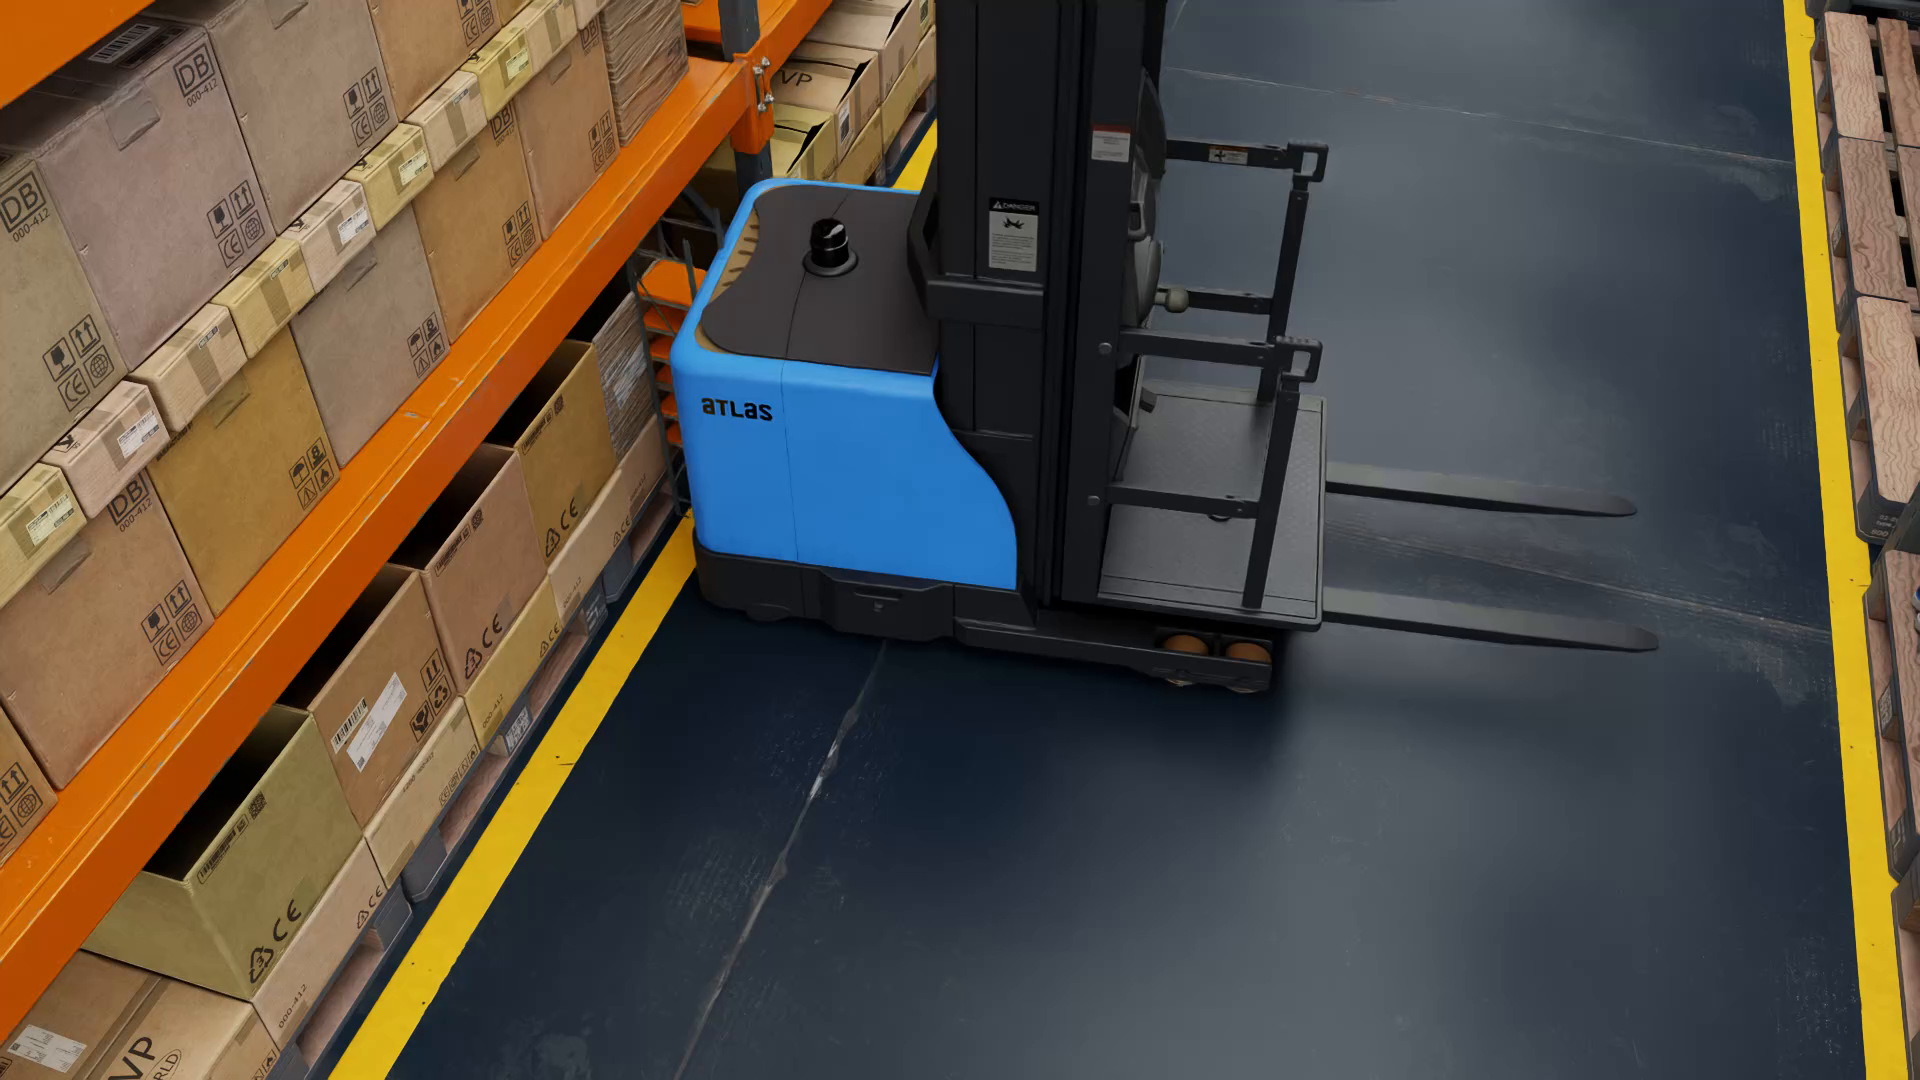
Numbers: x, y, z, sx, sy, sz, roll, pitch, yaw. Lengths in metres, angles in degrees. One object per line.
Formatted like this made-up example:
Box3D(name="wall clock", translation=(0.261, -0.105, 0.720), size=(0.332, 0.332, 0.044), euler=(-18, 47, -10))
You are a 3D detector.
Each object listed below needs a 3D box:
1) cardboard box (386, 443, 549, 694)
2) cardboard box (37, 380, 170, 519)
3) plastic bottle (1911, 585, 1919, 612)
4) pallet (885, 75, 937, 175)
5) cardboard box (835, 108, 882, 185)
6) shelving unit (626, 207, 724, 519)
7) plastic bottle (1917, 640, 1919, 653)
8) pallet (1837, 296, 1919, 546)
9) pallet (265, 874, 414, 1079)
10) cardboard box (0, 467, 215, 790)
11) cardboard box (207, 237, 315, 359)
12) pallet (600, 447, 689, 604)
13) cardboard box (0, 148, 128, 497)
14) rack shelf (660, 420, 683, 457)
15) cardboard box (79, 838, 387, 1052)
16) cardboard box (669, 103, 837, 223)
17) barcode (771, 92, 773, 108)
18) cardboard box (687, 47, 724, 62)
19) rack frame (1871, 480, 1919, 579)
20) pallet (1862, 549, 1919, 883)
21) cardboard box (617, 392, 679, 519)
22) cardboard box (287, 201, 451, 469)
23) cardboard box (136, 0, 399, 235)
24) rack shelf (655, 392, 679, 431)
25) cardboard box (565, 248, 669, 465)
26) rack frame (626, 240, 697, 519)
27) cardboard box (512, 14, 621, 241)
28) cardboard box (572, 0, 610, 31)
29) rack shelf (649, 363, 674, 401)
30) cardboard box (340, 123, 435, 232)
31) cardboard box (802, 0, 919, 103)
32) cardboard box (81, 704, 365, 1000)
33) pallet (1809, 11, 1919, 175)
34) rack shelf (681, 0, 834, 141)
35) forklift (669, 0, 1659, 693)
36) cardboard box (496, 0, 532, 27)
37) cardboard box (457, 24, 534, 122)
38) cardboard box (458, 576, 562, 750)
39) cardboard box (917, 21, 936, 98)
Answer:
Box3D(name="cardboard box", translation=(-1.543, 0.039, 4.695), size=(0.500, 0.500, 0.500), euler=(13, 46, 13))
Box3D(name="cardboard box", translation=(-1.818, -0.210, 3.285), size=(0.380, 0.149, 0.250), euler=(12, 46, 12))
Box3D(name="plastic bottle", translation=(3.042, 0.106, 5.133), size=(0.097, 0.271, 0.097), euler=(0, 44, 0))
Box3D(name="pallet", translation=(-0.610, -2.201, 7.849), size=(1.003, 0.211, 1.213), euler=(13, 46, 13))
Box3D(name="cardboard box", translation=(-0.649, -1.607, 6.913), size=(0.500, 0.250, 0.500), euler=(14, 46, 14))
Box3D(name="shelving unit", translation=(-0.865, -0.547, 5.443), size=(0.258, 1.200, 0.189), euler=(16, 47, 17))
Box3D(name="plastic bottle", translation=(2.981, 0.267, 5.019), size=(0.097, 0.201, 0.097), euler=(0, 44, 0))
Box3D(name="pallet", translation=(3.757, -0.366, 5.973), size=(1.003, 0.211, 1.213), euler=(13, 46, 13))
Box3D(name="pallet", translation=(-2.183, 1.262, 4.310), size=(1.003, 0.211, 1.213), euler=(13, 46, 13))
Box3D(name="cardboard box", translation=(-2.067, 0.088, 3.444), size=(0.700, 0.500, 0.500), euler=(14, 46, 14))
Box3D(name="cardboard box", translation=(-1.662, -0.559, 3.641), size=(0.380, 0.149, 0.250), euler=(12, 46, 12))
Box3D(name="pallet", translation=(-1.444, -0.365, 5.972), size=(1.003, 0.211, 1.213), euler=(13, 46, 13))
Box3D(name="cardboard box", translation=(-2.051, -0.411, 3.027), size=(0.700, 0.500, 0.500), euler=(11, 46, 11))
Box3D(name="rack shelf", translation=(-0.857, -0.343, 5.641), size=(0.258, 0.103, 0.180), euler=(16, 47, 17))
Box3D(name="cardboard box", translation=(-1.852, 0.972, 4.278), size=(0.500, 0.250, 0.500), euler=(13, 46, 13))
Box3D(name="cardboard box", translation=(-0.801, -1.473, 6.375), size=(0.500, 0.311, 0.500), euler=(13, 46, 13))
Box3D(name="barcode", translation=(-0.689, -1.572, 5.998), size=(0.001, 0.075, 0.075), euler=(13, 46, 13))
Box3D(name="cardboard box", translation=(-1.162, -1.929, 6.842), size=(0.500, 0.311, 0.500), euler=(14, 46, 14))
Box3D(name="rack frame", translation=(3.556, -0.831, 4.455), size=(1.000, 3.000, 0.127), euler=(13, 46, 13))
Box3D(name="pallet", translation=(3.313, 0.604, 4.981), size=(1.003, 0.211, 1.213), euler=(13, 46, 13))
Box3D(name="cardboard box", translation=(-1.256, -0.363, 5.642), size=(0.500, 0.250, 0.500), euler=(13, 46, 13))
Box3D(name="cardboard box", translation=(-1.755, -0.593, 4.140), size=(0.700, 0.500, 0.500), euler=(14, 46, 14))
Box3D(name="cardboard box", translation=(-1.747, -1.081, 3.711), size=(0.700, 0.500, 0.500), euler=(13, 46, 13))
Box3D(name="rack shelf", translation=(-0.860, -0.429, 5.558), size=(0.258, 0.103, 0.180), euler=(16, 47, 17))
Box3D(name="cardboard box", translation=(-1.258, -0.632, 5.381), size=(0.500, 0.500, 0.500), euler=(13, 46, 13))
Box3D(name="rack frame", translation=(-0.900, -0.487, 5.383), size=(0.240, 1.200, 0.006), euler=(16, 47, 17))
Box3D(name="cardboard box", translation=(-1.445, -1.268, 4.830), size=(0.700, 0.500, 0.500), euler=(12, 46, 12))
Box3D(name="cardboard box", translation=(-1.195, -1.584, 4.689), size=(0.380, 0.149, 0.250), euler=(11, 46, 11))
Box3D(name="rack shelf", translation=(-0.863, -0.515, 5.474), size=(0.258, 0.103, 0.180), euler=(16, 47, 17))
Box3D(name="cardboard box", translation=(-1.505, -0.900, 3.990), size=(0.380, 0.149, 0.250), euler=(14, 46, 14))
Box3D(name="cardboard box", translation=(-0.488, -2.151, 7.068), size=(0.500, 0.311, 0.500), euler=(11, 45, 11))
Box3D(name="cardboard box", translation=(-1.851, 0.704, 4.015), size=(0.500, 0.500, 0.500), euler=(13, 46, 13))
Box3D(name="pallet", translation=(4.496, -1.992, 7.635), size=(1.003, 0.211, 1.213), euler=(13, 46, 13))
Box3D(name="rack shelf", translation=(-0.558, -2.959, 7.143), size=(1.077, 0.370, 4.000), euler=(13, 46, 13))
Box3D(name="forklift", translation=(0.707, -0.968, 4.643), size=(3.031, 2.935, 1.130), euler=(7, 45, 7))
Box3D(name="cardboard box", translation=(-1.443, -1.748, 4.392), size=(0.700, 0.500, 0.500), euler=(12, 46, 12))
Box3D(name="cardboard box", translation=(-1.351, -1.246, 4.343), size=(0.380, 0.149, 0.250), euler=(12, 46, 12))
Box3D(name="cardboard box", translation=(-1.544, 0.306, 4.958), size=(0.500, 0.250, 0.500), euler=(13, 46, 13))
Box3D(name="cardboard box", translation=(-0.340, -2.292, 7.613), size=(0.500, 0.250, 0.500), euler=(13, 46, 13))
